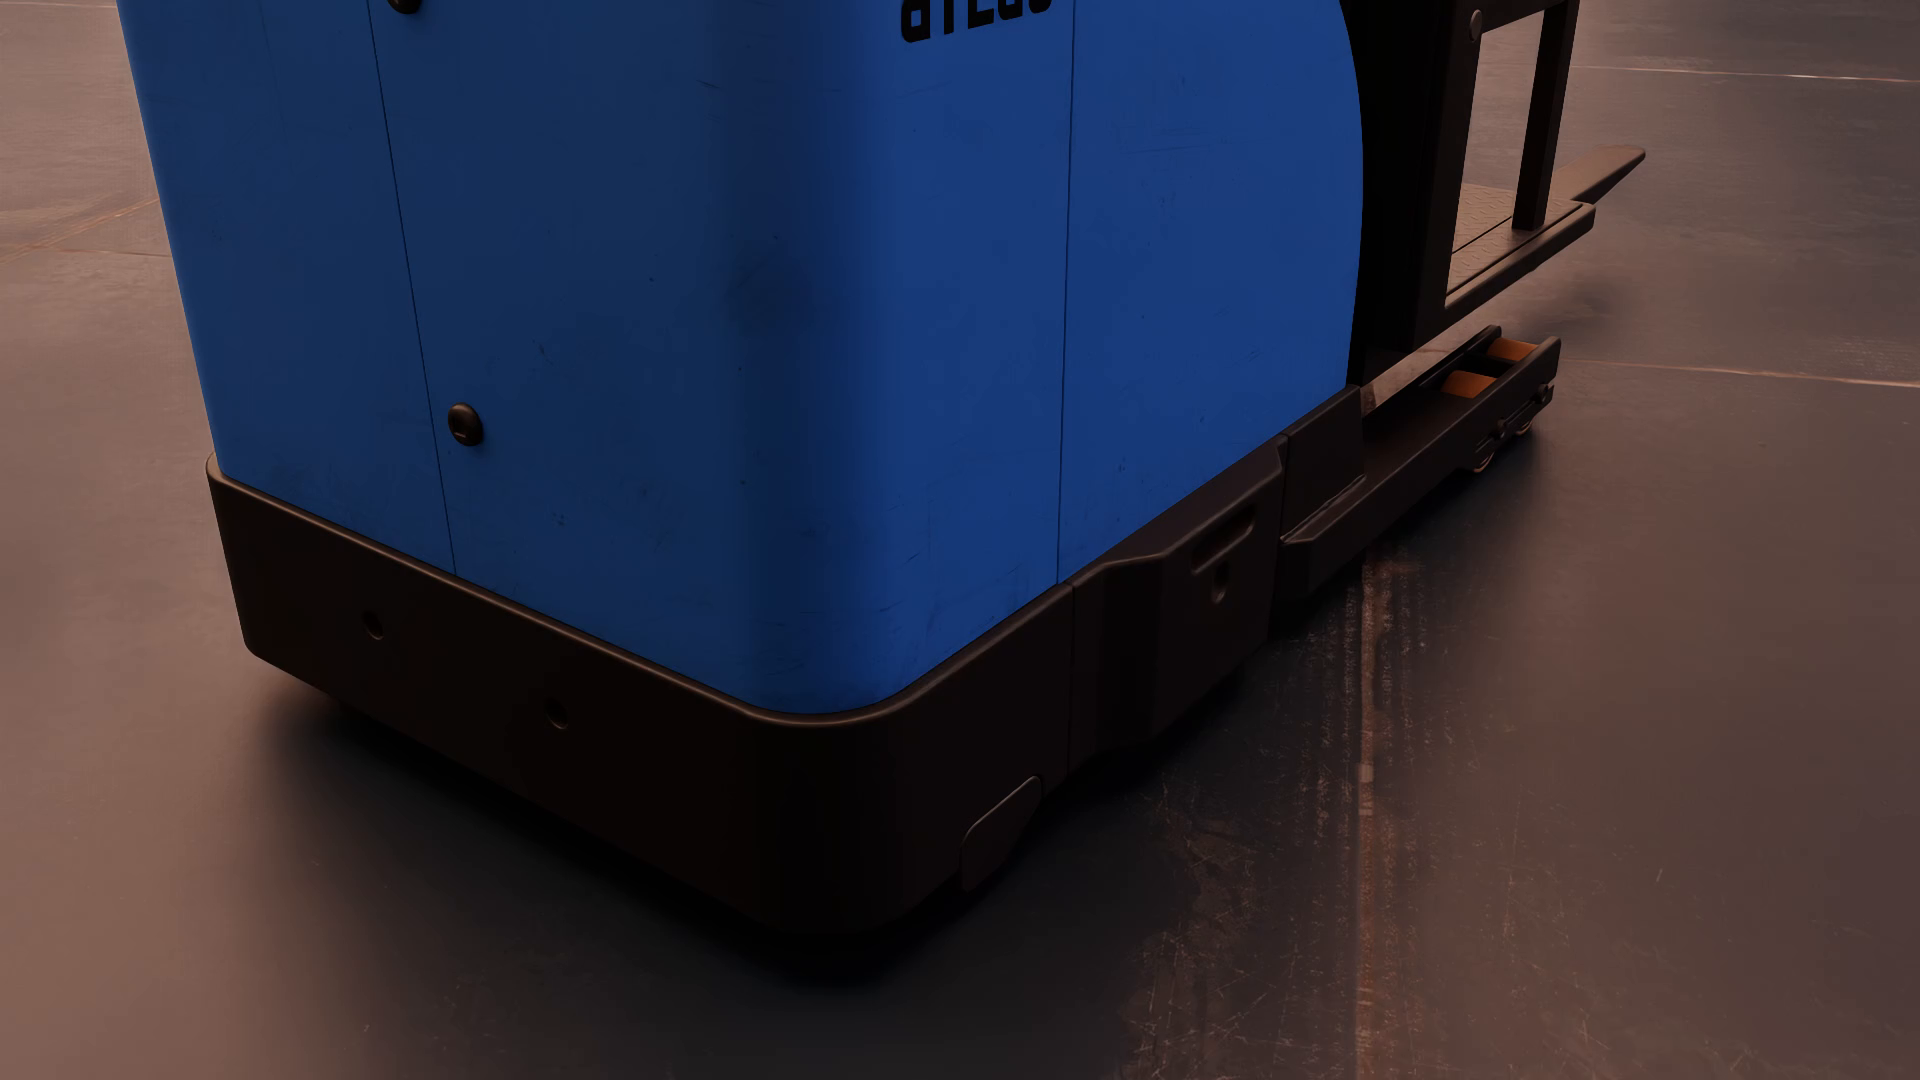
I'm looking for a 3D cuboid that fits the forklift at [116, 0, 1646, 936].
[{"bbox_3d":[0.372,-1.534,2.288,1.130,2.935,3.031,18,32,32],"label":"forklift"}]
